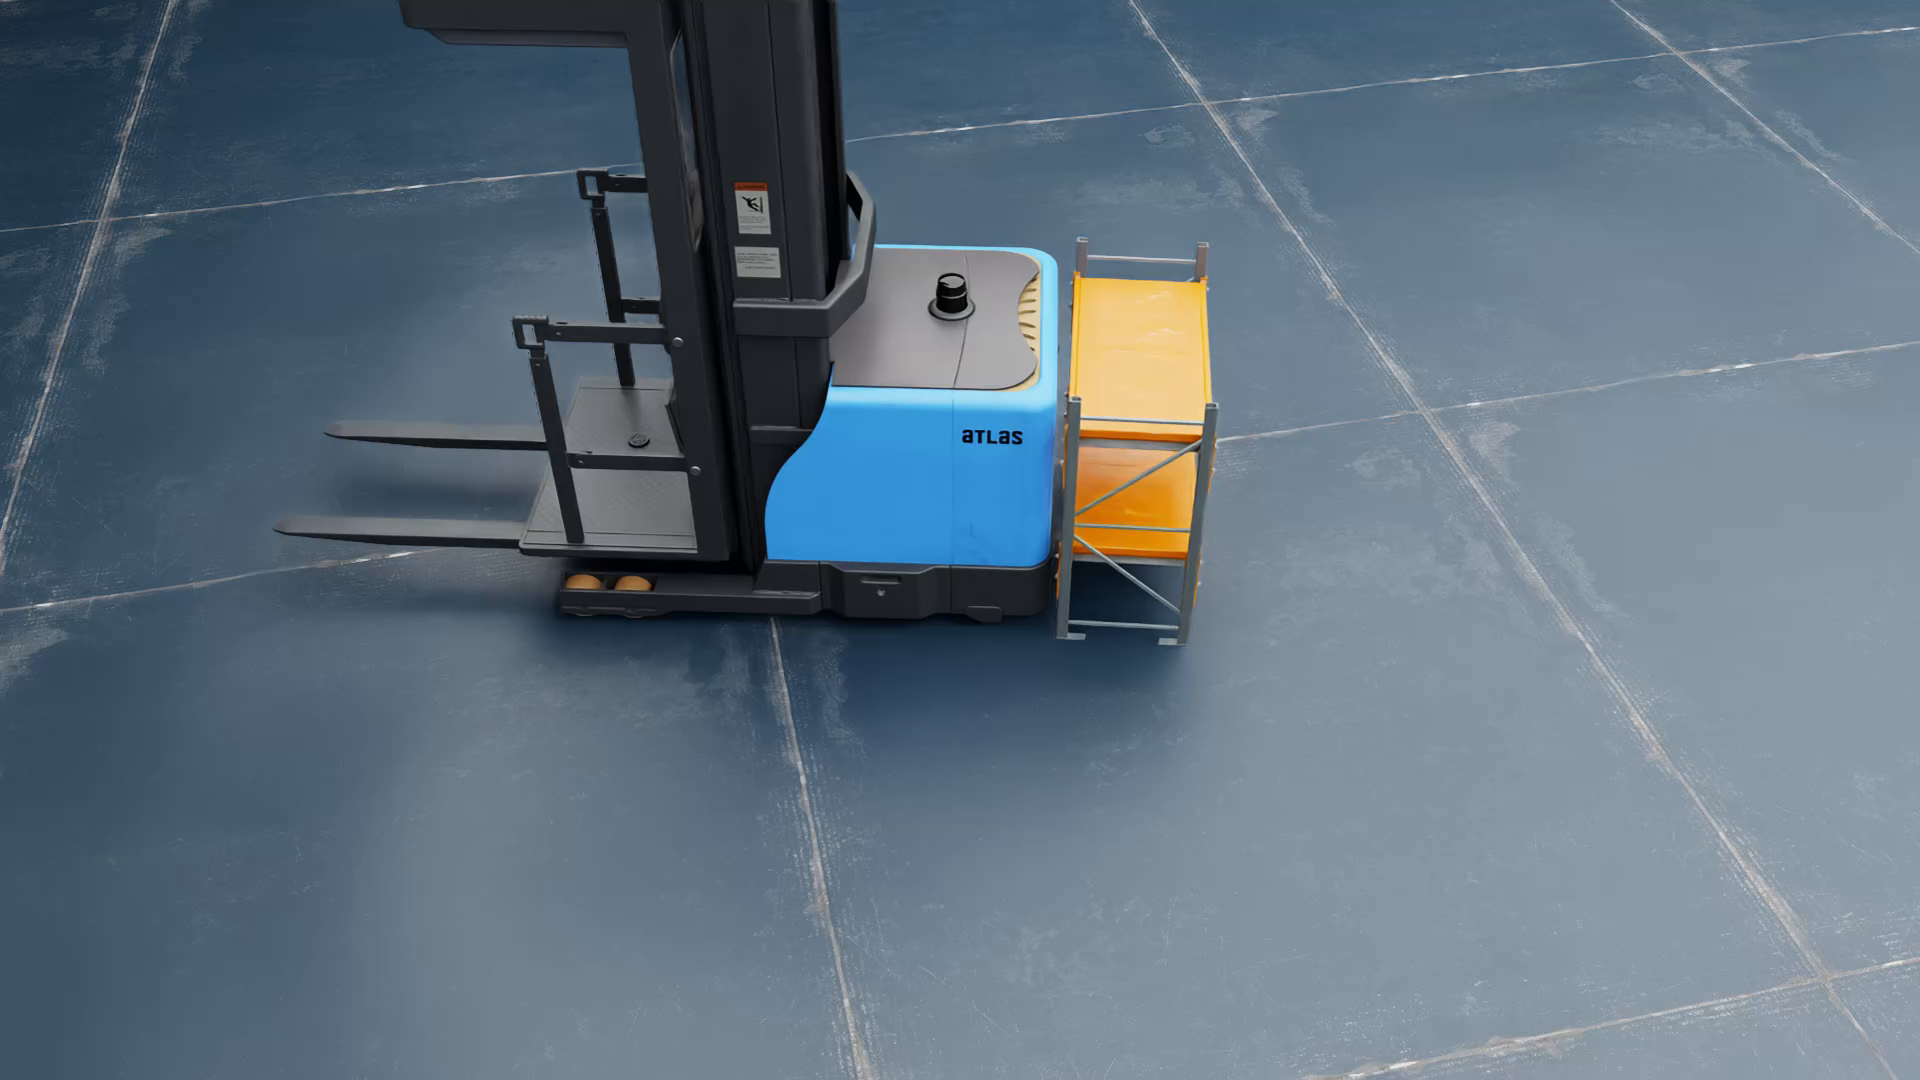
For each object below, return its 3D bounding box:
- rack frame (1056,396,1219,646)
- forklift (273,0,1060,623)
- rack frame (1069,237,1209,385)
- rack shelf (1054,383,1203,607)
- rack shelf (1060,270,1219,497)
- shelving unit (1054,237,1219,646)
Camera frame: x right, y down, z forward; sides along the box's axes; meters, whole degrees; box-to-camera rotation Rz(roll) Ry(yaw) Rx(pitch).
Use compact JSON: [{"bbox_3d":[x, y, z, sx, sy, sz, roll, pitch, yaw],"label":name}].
[{"bbox_3d":[0.616,-0.041,5.949,0.500,1.125,0.032,3,42,3],"label":"rack frame"},{"bbox_3d":[-1.145,-1.145,5.832,3.031,2.935,1.130,2,42,2],"label":"forklift"},{"bbox_3d":[0.697,-0.714,6.707,0.500,1.125,0.032,3,42,3],"label":"rack frame"},{"bbox_3d":[0.656,-0.195,6.490,0.538,0.278,1.000,3,42,3],"label":"rack shelf"},{"bbox_3d":[0.656,-0.596,6.134,0.538,0.278,1.000,3,42,3],"label":"rack shelf"},{"bbox_3d":[0.656,-0.378,6.328,0.538,1.125,1.048,3,42,3],"label":"shelving unit"}]
